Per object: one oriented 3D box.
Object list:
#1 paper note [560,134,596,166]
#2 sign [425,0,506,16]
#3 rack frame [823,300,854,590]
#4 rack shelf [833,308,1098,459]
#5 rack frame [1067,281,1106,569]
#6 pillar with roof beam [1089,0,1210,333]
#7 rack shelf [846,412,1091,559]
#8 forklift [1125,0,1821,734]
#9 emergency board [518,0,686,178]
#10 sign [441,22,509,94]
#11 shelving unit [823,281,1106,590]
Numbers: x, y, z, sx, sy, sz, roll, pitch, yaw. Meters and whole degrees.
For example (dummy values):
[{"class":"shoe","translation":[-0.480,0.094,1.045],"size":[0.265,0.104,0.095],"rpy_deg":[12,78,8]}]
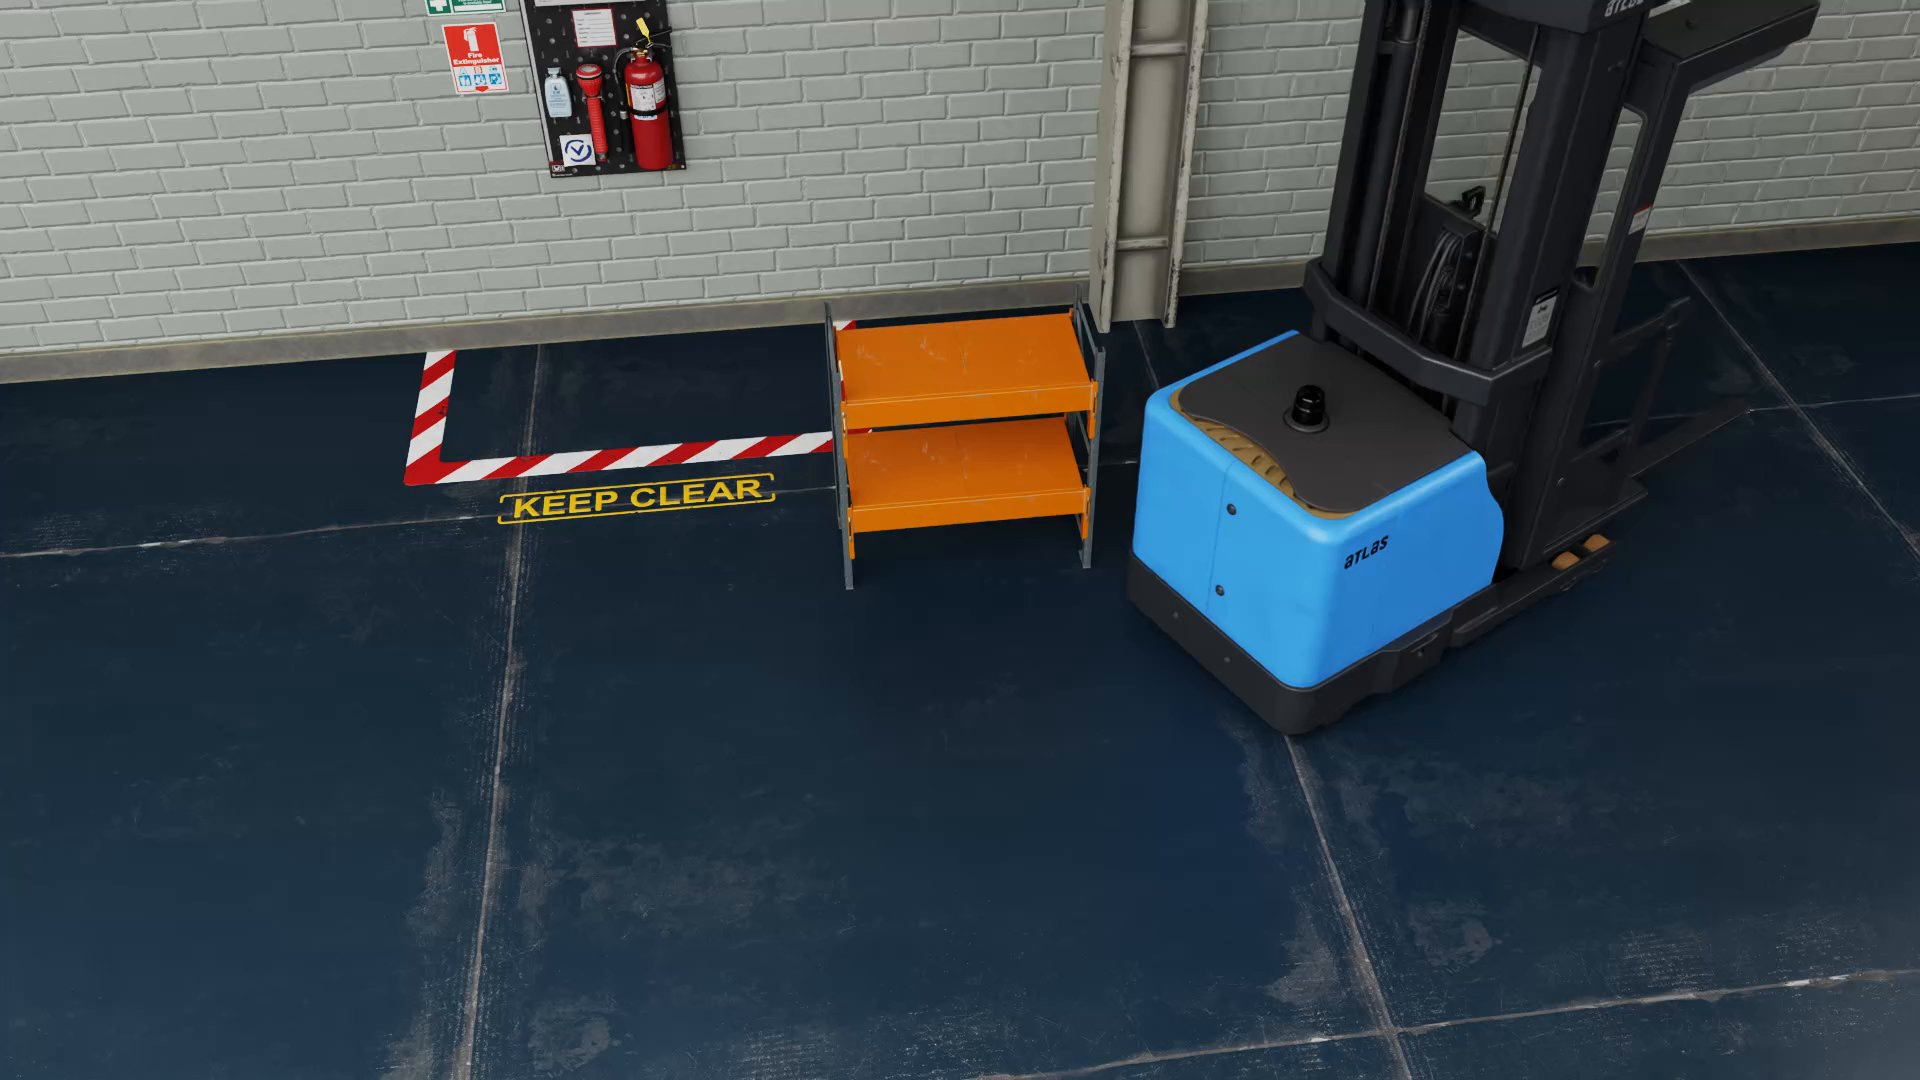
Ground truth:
[{"class":"paper note","translation":[-1.761,-1.795,7.658],"size":[0.142,0.148,0.016],"rpy_deg":[-5,42,-6]},{"class":"sign","translation":[-2.132,-2.316,7.156],"size":[0.331,0.109,0.001],"rpy_deg":[-5,42,-6]},{"class":"rack frame","translation":[-0.497,-0.374,6.825],"size":[0.032,1.125,0.500],"rpy_deg":[-5,42,-6]},{"class":"rack shelf","translation":[0.007,-0.636,6.678],"size":[1.000,0.278,0.538],"rpy_deg":[-5,42,-6]},{"class":"rack frame","translation":[0.511,-0.462,6.923],"size":[0.032,1.125,0.500],"rpy_deg":[-5,42,-6]},{"class":"pillar with roof beam","translation":[1.437,-1.649,2.360],"size":[0.400,9.000,9.100],"rpy_deg":[-5,42,-6]},{"class":"rack shelf","translation":[0.007,-0.237,7.038],"size":[1.000,0.278,0.538],"rpy_deg":[-5,42,-6]},{"class":"forklift","translation":[2.183,-1.139,6.324],"size":[3.031,2.935,1.130],"rpy_deg":[-25,48,-25]},{"class":"emergency board","translation":[-1.576,-2.091,7.329],"size":[0.643,1.169,0.194],"rpy_deg":[-5,42,-6]},{"class":"sign","translation":[-2.138,-2.125,7.340],"size":[0.234,0.329,0.001],"rpy_deg":[-5,42,-6]},{"class":"shelving unit","translation":[0.007,-0.418,6.874],"size":[1.048,1.125,0.538],"rpy_deg":[-5,42,-6]}]
